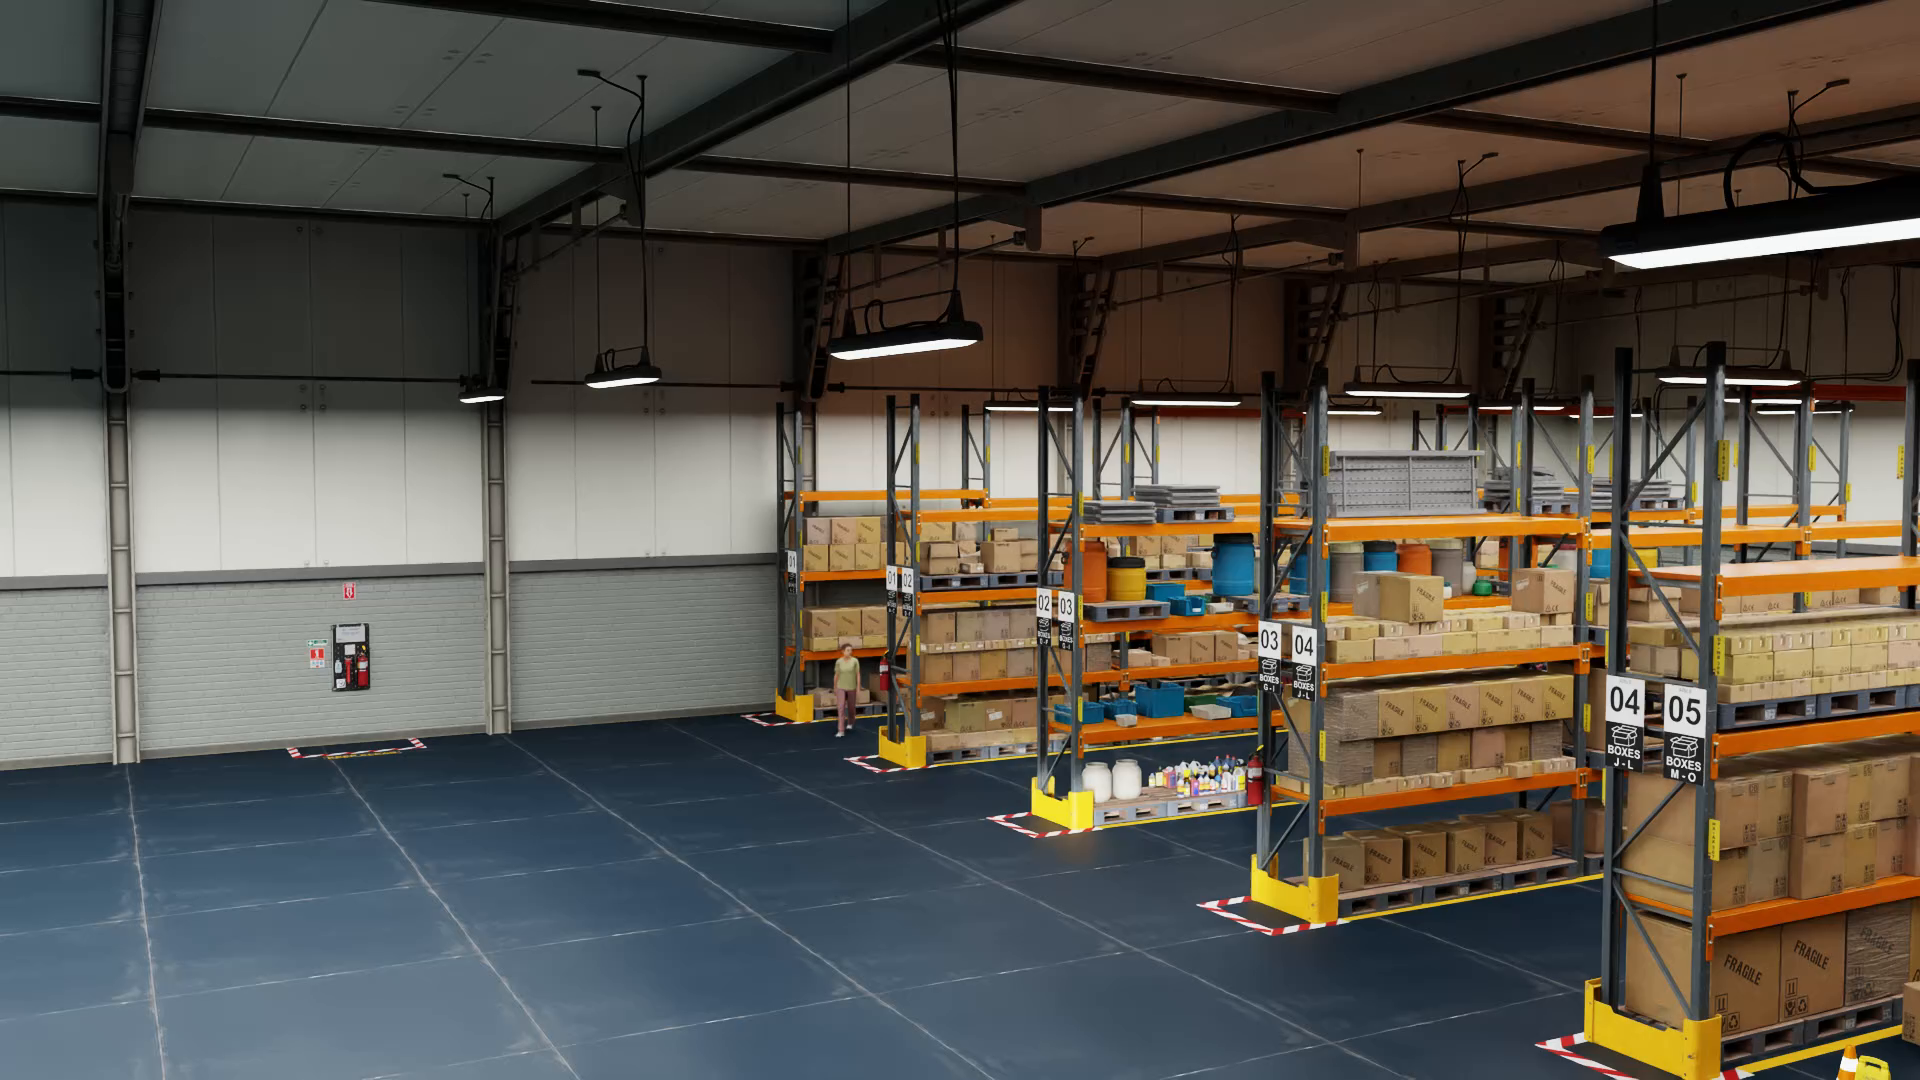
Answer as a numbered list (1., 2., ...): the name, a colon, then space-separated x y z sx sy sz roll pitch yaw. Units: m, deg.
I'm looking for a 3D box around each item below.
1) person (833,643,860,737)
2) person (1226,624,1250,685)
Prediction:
1. person: -2.028 2.658 29.772 0.486 1.639 0.868 0 3 -5
2. person: 5.379 2.444 32.394 0.593 1.802 0.403 2 4 37
